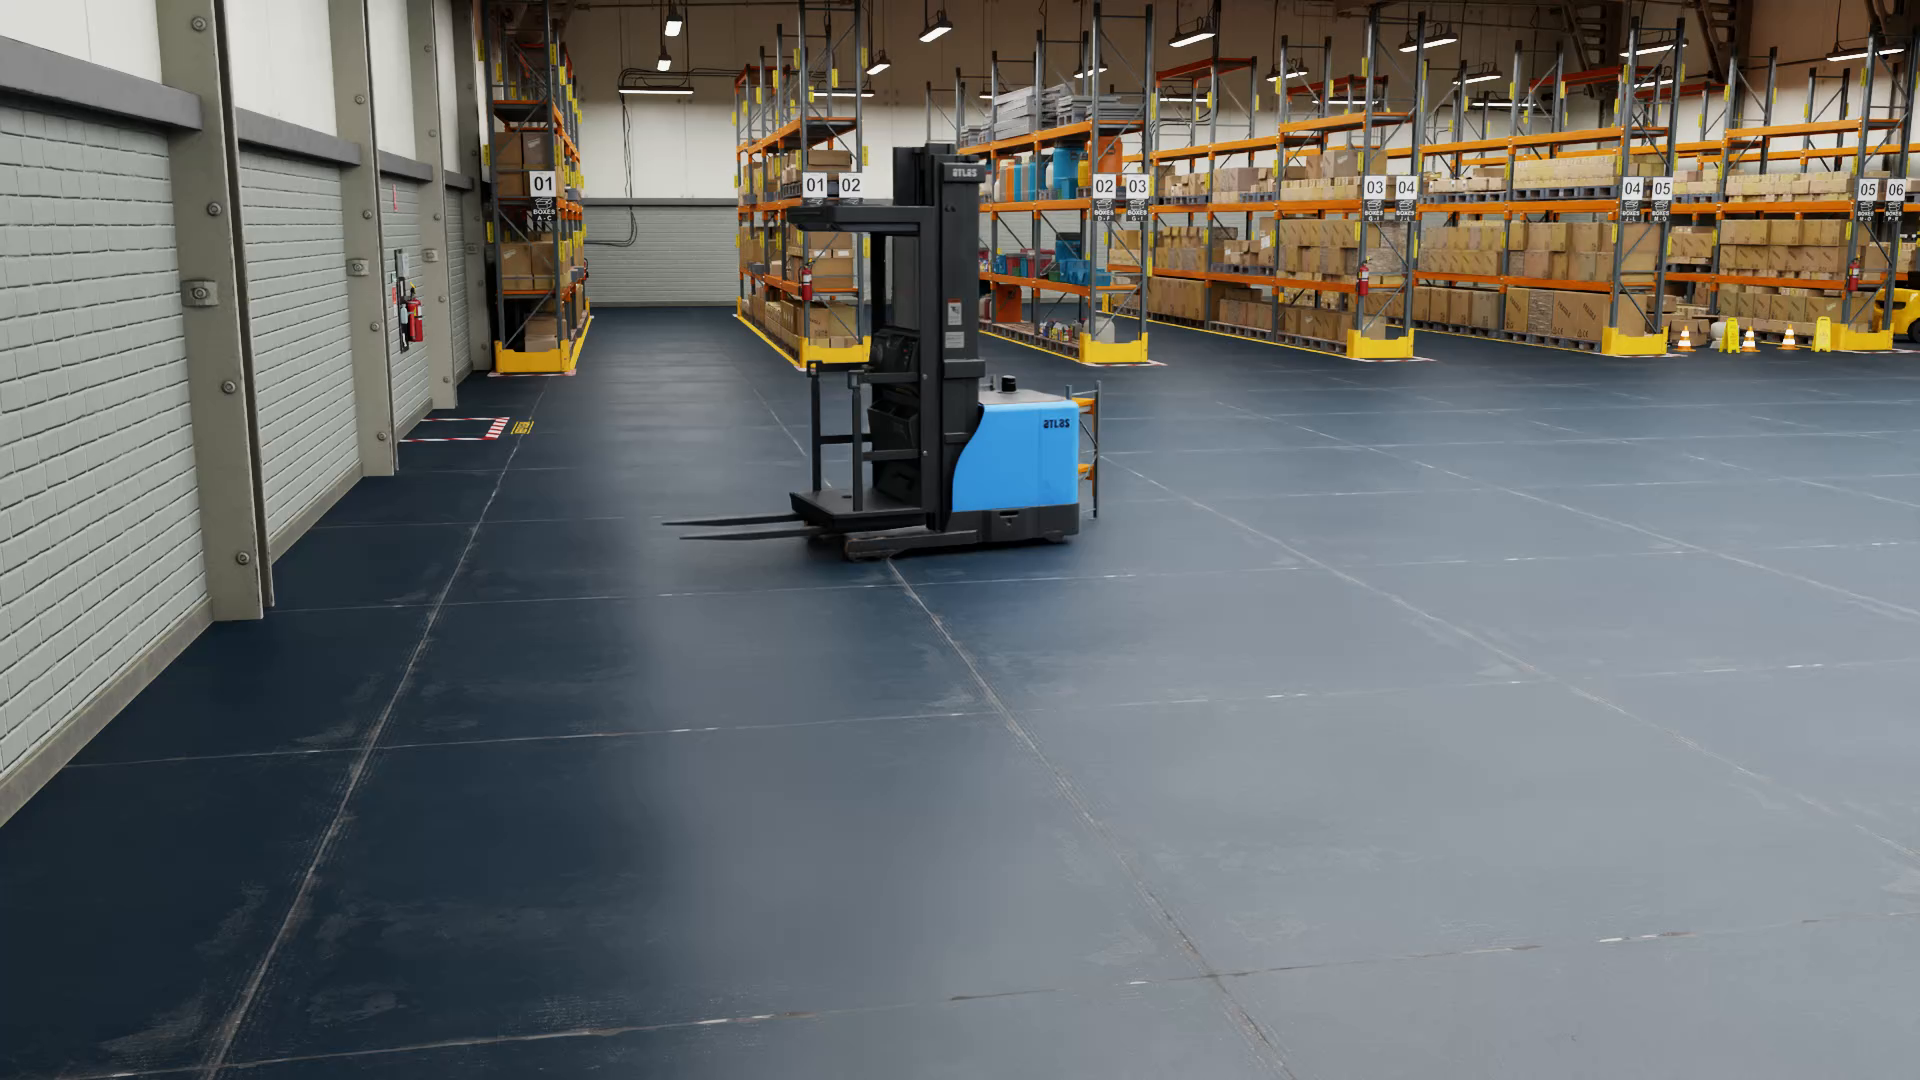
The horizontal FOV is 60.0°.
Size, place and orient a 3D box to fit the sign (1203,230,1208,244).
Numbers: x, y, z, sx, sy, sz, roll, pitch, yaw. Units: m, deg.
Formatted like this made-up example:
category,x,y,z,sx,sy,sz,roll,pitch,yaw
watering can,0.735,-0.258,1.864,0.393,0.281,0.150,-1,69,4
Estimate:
category,x,y,z,sx,sy,sz,roll,pitch,yaw
sign,5.501,-6.782,37.210,0.100,0.325,0.005,-2,11,-11

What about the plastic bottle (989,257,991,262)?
category,x,y,z,sx,sy,sz,roll,pitch,yaw
plastic bottle,0.766,-6.601,39.489,0.144,0.351,0.185,-2,11,-11

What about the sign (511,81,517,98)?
category,x,y,z,sx,sy,sz,roll,pitch,yaw
sign,-9.075,-9.157,33.815,0.100,0.325,0.005,-2,11,-11

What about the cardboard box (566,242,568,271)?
category,x,y,z,sx,sy,sz,roll,pitch,yaw
cardboard box,-7.067,-4.910,28.811,0.500,0.500,0.500,-2,11,-9

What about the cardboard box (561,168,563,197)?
category,x,y,z,sx,sy,sz,roll,pitch,yaw
cardboard box,-6.970,-6.024,27.981,0.500,0.500,0.500,-2,11,-8

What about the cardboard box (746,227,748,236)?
category,x,y,z,sx,sy,sz,roll,pitch,yaw
cardboard box,-4.906,-7.326,40.221,0.500,0.500,0.500,-2,11,-12

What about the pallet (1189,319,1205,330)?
category,x,y,z,sx,sy,sz,roll,pitch,yaw
pallet,5.965,-5.011,38.462,1.003,0.211,1.213,-2,11,-11

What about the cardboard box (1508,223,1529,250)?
category,x,y,z,sx,sy,sz,roll,pitch,yaw
cardboard box,11.745,-6.197,33.946,0.875,0.550,0.550,-2,11,-11

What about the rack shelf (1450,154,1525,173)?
category,x,y,z,sx,sy,sz,roll,pitch,yaw
rack shelf,14.598,-10.092,44.646,1.077,0.370,4.000,-2,11,-11

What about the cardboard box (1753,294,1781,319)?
category,x,y,z,sx,sy,sz,roll,pitch,yaw
cardboard box,16.608,-4.774,33.980,0.500,0.500,0.500,-2,11,-8

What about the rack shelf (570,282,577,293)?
category,x,y,z,sx,sy,sz,roll,pitch,yaw
rack shelf,-8.143,-4.973,32.728,1.077,0.370,4.000,-2,11,-11

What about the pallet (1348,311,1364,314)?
category,x,y,z,sx,sy,sz,roll,pitch,yaw
pallet,10.304,-5.617,41.643,1.003,0.211,1.213,-2,11,-11

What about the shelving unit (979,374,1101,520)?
category,x,y,z,sx,sy,sz,roll,pitch,yaw
shelving unit,0.567,-0.749,13.622,1.048,1.125,0.538,7,13,34

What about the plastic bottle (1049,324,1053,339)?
category,x,y,z,sx,sy,sz,roll,pitch,yaw
plastic bottle,1.742,-3.972,31.633,0.061,0.283,0.133,-2,11,-8

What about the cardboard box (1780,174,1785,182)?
category,x,y,z,sx,sy,sz,roll,pitch,yaw
cardboard box,16.668,-7.251,33.286,0.380,0.149,0.250,-2,11,-10

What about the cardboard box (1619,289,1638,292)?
category,x,y,z,sx,sy,sz,roll,pitch,yaw
cardboard box,15.712,-5.887,40.161,0.875,0.875,0.875,-2,11,-12

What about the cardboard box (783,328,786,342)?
category,x,y,z,sx,sy,sz,roll,pitch,yaw
cardboard box,-3.010,-3.808,30.914,0.500,0.250,0.500,-2,11,-11

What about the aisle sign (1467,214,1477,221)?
category,x,y,z,sx,sy,sz,roll,pitch,yaw
aisle sign,14.499,-9.363,46.915,0.394,0.787,0.004,-2,11,-11

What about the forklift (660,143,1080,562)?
category,x,y,z,sx,sy,sz,roll,pitch,yaw
forklift,-0.666,-1.396,12.194,3.031,2.935,1.130,-4,12,-21

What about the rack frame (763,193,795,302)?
category,x,y,z,sx,sy,sz,roll,pitch,yaw
rack frame,-3.673,-5.874,35.538,1.000,3.000,0.127,-2,11,-11

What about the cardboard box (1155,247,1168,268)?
category,x,y,z,sx,sy,sz,roll,pitch,yaw
cardboard box,5.111,-6.923,40.781,0.500,0.500,0.500,-2,11,-11

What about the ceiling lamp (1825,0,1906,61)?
category,x,y,z,sx,sy,sz,roll,pitch,yaw
ceiling lamp,19.282,-11.751,34.758,0.800,3.185,2.000,-2,11,-11

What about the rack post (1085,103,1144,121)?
category,x,y,z,sx,sy,sz,roll,pitch,yaw
rack post,2.720,-7.431,29.011,0.937,0.300,0.954,-1,11,-5

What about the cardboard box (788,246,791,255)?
category,x,y,z,sx,sy,sz,roll,pitch,yaw
cardboard box,-3.033,-5.452,31.318,0.380,0.149,0.250,-2,11,-11

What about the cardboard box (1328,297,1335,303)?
category,x,y,z,sx,sy,sz,roll,pitch,yaw
cardboard box,9.714,-6.177,42.832,0.380,0.149,0.250,-3,11,-14

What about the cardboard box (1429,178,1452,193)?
category,x,y,z,sx,sy,sz,roll,pitch,yaw
cardboard box,10.854,-7.940,37.217,0.500,0.311,0.500,-2,11,-11

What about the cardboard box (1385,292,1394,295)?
category,x,y,z,sx,sy,sz,roll,pitch,yaw
cardboard box,10.430,-5.951,39.495,0.500,0.250,0.500,-2,11,-10

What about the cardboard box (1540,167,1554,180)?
category,x,y,z,sx,sy,sz,roll,pitch,yaw
cardboard box,11.726,-7.179,32.583,0.500,0.250,0.500,-2,11,-12

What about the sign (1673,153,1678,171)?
category,x,y,z,sx,sy,sz,roll,pitch,yaw
sign,13.031,-6.889,30.299,0.100,0.325,0.005,-2,11,-11

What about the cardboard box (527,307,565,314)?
category,x,y,z,sx,sy,sz,roll,pitch,yaw
cardboard box,-8.230,-4.363,33.105,0.700,0.500,0.500,-2,11,-11

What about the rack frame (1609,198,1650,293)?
category,x,y,z,sx,sy,sz,roll,pitch,yaw
rack frame,15.765,-6.594,39.321,1.000,3.000,0.127,-2,11,-11

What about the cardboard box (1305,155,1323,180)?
category,x,y,z,sx,sy,sz,roll,pitch,yaw
cardboard box,7.160,-7.341,32.823,0.500,0.500,0.500,-2,11,-13

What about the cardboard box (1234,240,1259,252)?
category,x,y,z,sx,sy,sz,roll,pitch,yaw
cardboard box,6.395,-6.293,36.347,0.700,0.500,0.500,0,11,-3

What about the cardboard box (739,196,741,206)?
category,x,y,z,sx,sy,sz,roll,pitch,yaw
cardboard box,-5.294,-8.546,41.953,0.500,0.250,0.500,-2,11,-11

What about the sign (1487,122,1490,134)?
category,x,y,z,sx,sy,sz,roll,pitch,yaw
sign,14.744,-11.524,46.464,0.100,0.325,0.005,-2,11,-11

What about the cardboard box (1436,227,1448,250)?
category,x,y,z,sx,sy,sz,roll,pitch,yaw
cardboard box,11.107,-6.761,37.253,0.700,0.500,0.500,-2,11,-12

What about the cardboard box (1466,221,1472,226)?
category,x,y,z,sx,sy,sz,roll,pitch,yaw
cardboard box,14.135,-8.700,45.709,0.380,0.149,0.250,-2,11,-13

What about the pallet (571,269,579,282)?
category,x,y,z,sx,sy,sz,roll,pitch,yaw
pallet,-7.760,-5.011,31.516,1.003,0.211,1.213,-2,11,-11

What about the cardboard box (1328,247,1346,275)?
category,x,y,z,sx,sy,sz,roll,pitch,yaw
cardboard box,7.305,-5.151,30.675,0.875,0.500,0.500,-2,11,-11

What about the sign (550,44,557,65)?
category,x,y,z,sx,sy,sz,roll,pitch,yaw
sign,-6.444,-7.691,26.327,0.100,0.325,0.005,-2,11,-11

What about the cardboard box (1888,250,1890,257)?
category,x,y,z,sx,sy,sz,roll,pitch,yaw
cardboard box,20.958,-6.389,37.304,0.500,0.250,0.500,-2,11,-12

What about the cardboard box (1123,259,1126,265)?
category,x,y,z,sx,sy,sz,roll,pitch,yaw
cardboard box,4.486,-7.265,43.516,0.380,0.149,0.250,-2,11,-12

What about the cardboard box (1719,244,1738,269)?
category,x,y,z,sx,sy,sz,roll,pitch,yaw
cardboard box,16.355,-5.965,34.952,0.500,0.500,0.500,-2,11,-11

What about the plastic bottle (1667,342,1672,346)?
category,x,y,z,sx,sy,sz,roll,pitch,yaw
plastic bottle,13.955,-3.889,32.966,0.133,0.061,0.283,-6,13,-31

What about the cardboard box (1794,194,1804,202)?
category,x,y,z,sx,sy,sz,roll,pitch,yaw
cardboard box,16.756,-6.768,32.884,0.380,0.149,0.250,-2,11,-13

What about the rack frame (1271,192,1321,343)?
category,x,y,z,sx,sy,sz,roll,pitch,yaw
rack frame,6.822,-5.500,33.573,1.000,3.000,0.127,-2,11,-11

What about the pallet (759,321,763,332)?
category,x,y,z,sx,sy,sz,roll,pitch,yaw
pallet,-4.015,-4.866,37.699,1.003,0.211,1.213,-2,11,-11

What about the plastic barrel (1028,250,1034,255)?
category,x,y,z,sx,sy,sz,roll,pitch,yaw
plastic barrel,1.596,-5.928,35.520,0.421,0.512,0.421,0,11,0

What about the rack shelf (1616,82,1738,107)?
category,x,y,z,sx,sy,sz,roll,pitch,yaw
rack shelf,19.466,-12.102,45.250,1.077,0.370,4.000,-2,11,-11

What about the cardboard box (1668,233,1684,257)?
category,x,y,z,sx,sy,sz,roll,pitch,yaw
cardboard box,16.036,-6.524,36.767,0.500,0.500,0.500,-2,11,-9

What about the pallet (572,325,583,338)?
category,x,y,z,sx,sy,sz,roll,pitch,yaw
pallet,-8.611,-4.471,35.623,1.003,0.211,1.213,-2,11,-11

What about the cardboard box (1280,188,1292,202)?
category,x,y,z,sx,sy,sz,roll,pitch,yaw
cardboard box,6.659,-6.808,32.824,0.500,0.250,0.500,-3,11,-13

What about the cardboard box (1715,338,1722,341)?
category,x,y,z,sx,sy,sz,roll,pitch,yaw
cardboard box,15.085,-3.893,32.755,0.380,0.149,0.250,4,11,18

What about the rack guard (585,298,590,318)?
category,x,y,z,sx,sy,sz,roll,pitch,yaw
rack guard,-10.092,-5.937,42.554,1.175,0.500,0.348,-2,11,-11
